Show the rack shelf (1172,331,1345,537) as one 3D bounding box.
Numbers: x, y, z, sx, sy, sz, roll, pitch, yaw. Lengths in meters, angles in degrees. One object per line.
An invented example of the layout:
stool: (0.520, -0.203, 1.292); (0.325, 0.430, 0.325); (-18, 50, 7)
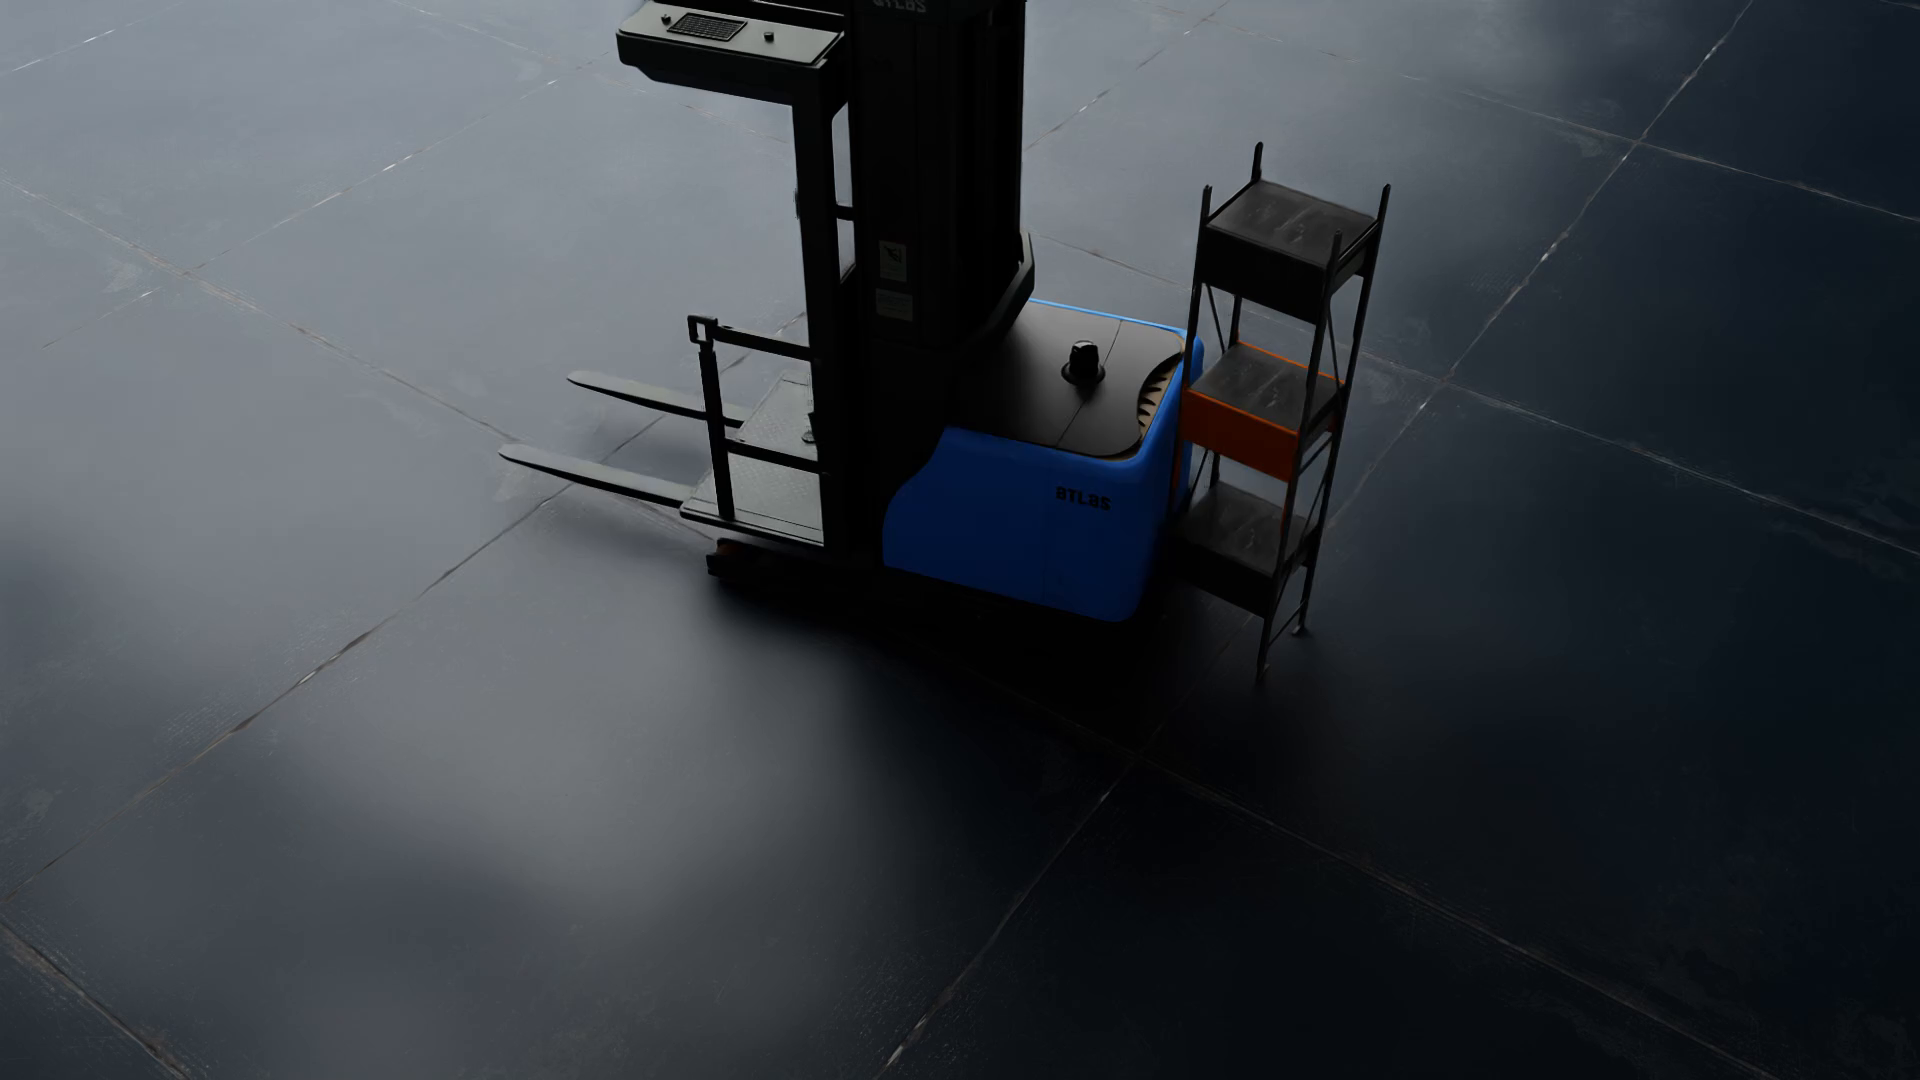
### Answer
rack shelf: (1.140, -0.407, 6.337); (0.480, 0.518, 0.431); (26, 48, 26)

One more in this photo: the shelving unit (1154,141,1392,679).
shelving unit: (1.140, -0.417, 6.328); (0.503, 2.100, 0.431); (26, 48, 26)

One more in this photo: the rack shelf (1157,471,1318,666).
rack shelf: (1.138, 0.114, 6.805); (0.480, 0.518, 0.431); (26, 48, 26)

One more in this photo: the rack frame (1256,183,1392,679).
rack frame: (1.338, -0.321, 6.221); (0.015, 2.100, 0.400); (26, 48, 26)

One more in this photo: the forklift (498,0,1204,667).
forklift: (-0.564, -1.180, 6.559); (3.031, 2.935, 1.130); (14, 44, 15)

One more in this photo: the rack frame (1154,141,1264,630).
rack frame: (0.943, -0.513, 6.434); (0.015, 2.100, 0.400); (26, 48, 26)

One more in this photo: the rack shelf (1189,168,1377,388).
rack shelf: (1.142, -0.927, 5.869); (0.480, 0.518, 0.431); (26, 48, 26)
